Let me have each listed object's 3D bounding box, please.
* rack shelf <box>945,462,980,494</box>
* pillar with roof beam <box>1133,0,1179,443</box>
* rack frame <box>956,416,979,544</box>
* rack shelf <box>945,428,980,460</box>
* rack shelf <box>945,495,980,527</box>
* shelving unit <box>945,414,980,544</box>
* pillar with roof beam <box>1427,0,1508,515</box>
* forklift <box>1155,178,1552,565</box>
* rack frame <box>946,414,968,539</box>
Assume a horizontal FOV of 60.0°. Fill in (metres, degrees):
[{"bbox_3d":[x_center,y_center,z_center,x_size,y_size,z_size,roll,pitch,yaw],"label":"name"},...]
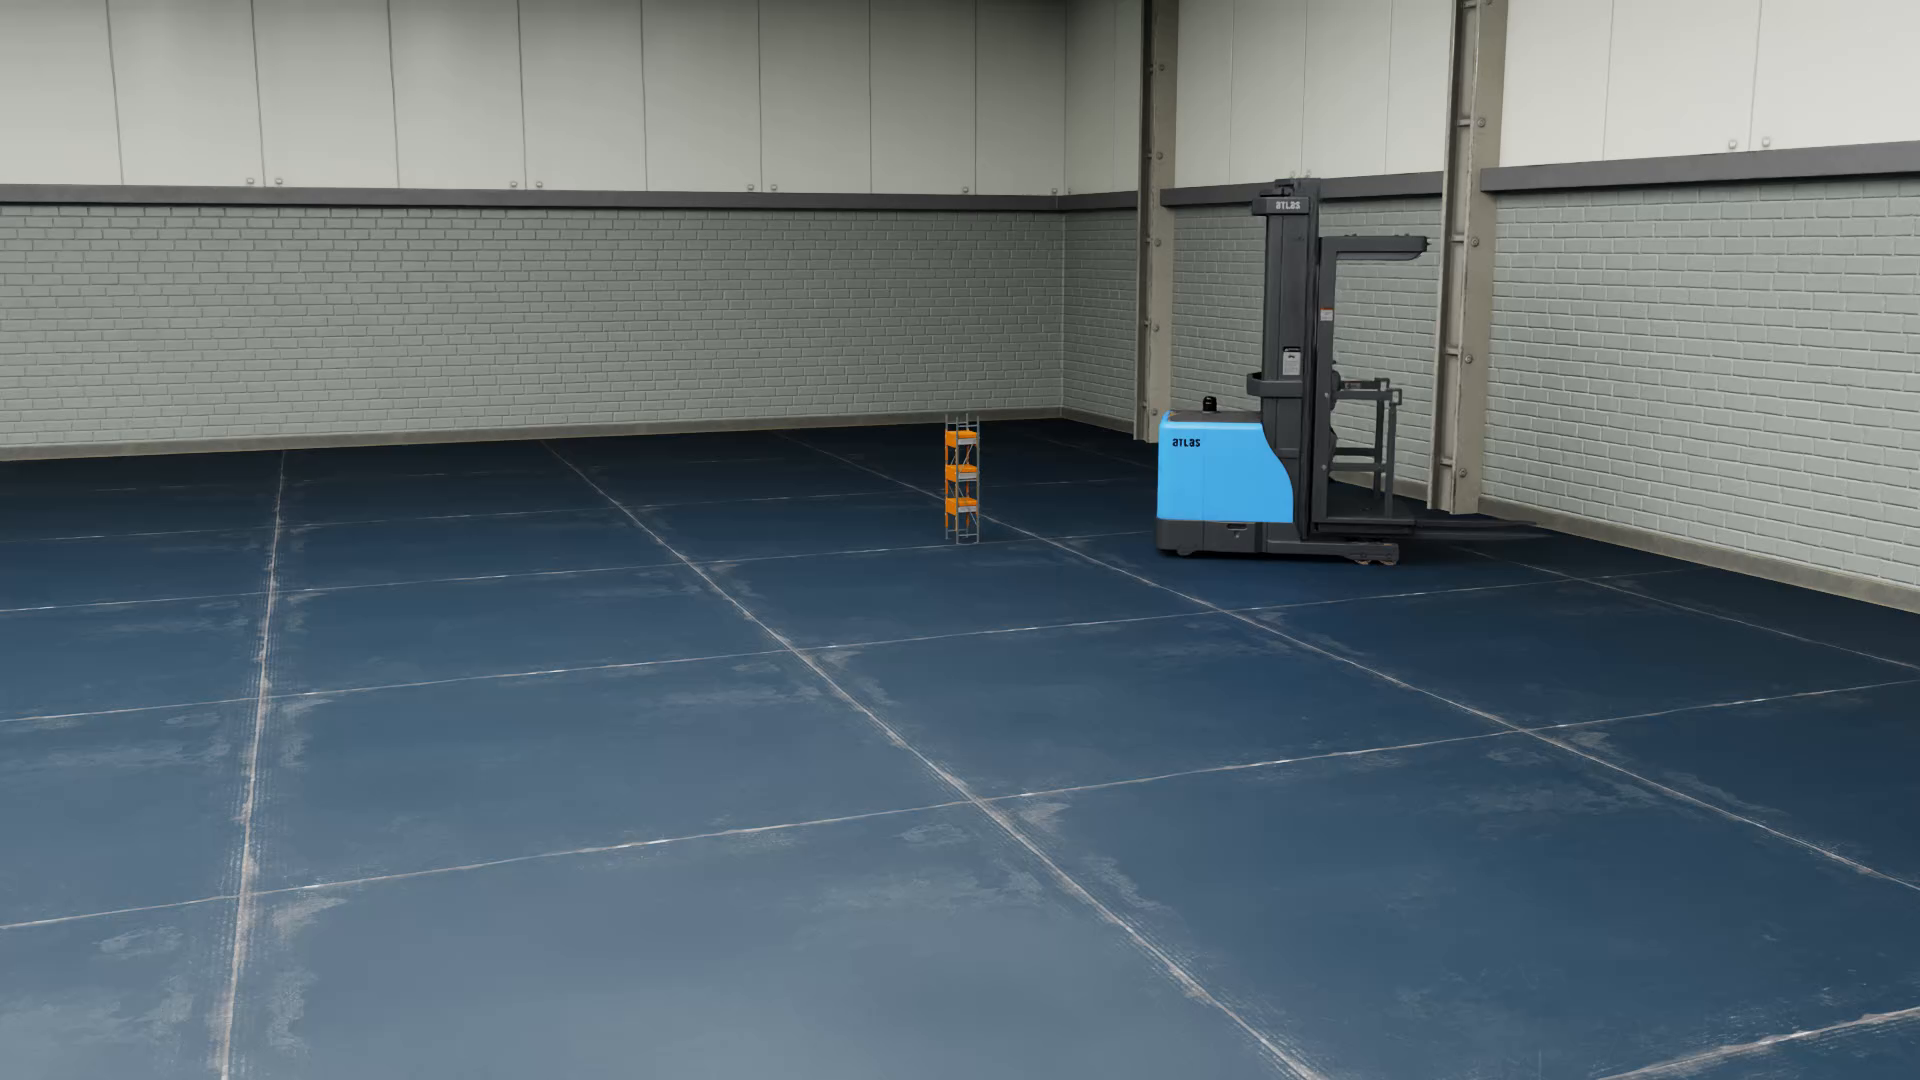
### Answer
[{"bbox_3d":[0.019,-0.498,13.781,0.215,0.259,0.240,-4,11,-21],"label":"rack shelf"},{"bbox_3d":[-1.600,-5.411,18.643,9.100,9.000,0.400,-4,11,-21],"label":"pillar with roof beam"},{"bbox_3d":[0.064,-0.488,13.667,0.200,1.050,0.008,-4,11,-21],"label":"rack frame"},{"bbox_3d":[0.019,-0.777,13.731,0.215,0.259,0.240,-4,11,-21],"label":"rack shelf"},{"bbox_3d":[0.019,-0.224,13.830,0.215,0.259,0.240,-4,11,-21],"label":"rack shelf"},{"bbox_3d":[0.019,-0.508,13.779,0.215,1.050,0.252,-4,11,-21],"label":"shelving unit"},{"bbox_3d":[0.574,-4.431,13.137,9.100,9.000,0.400,-4,11,-21],"label":"pillar with roof beam"},{"bbox_3d":[3.109,-1.348,13.132,3.031,2.935,1.130,2,10,9],"label":"forklift"},{"bbox_3d":[-0.025,-0.528,13.891,0.200,1.050,0.008,-4,11,-21],"label":"rack frame"}]
